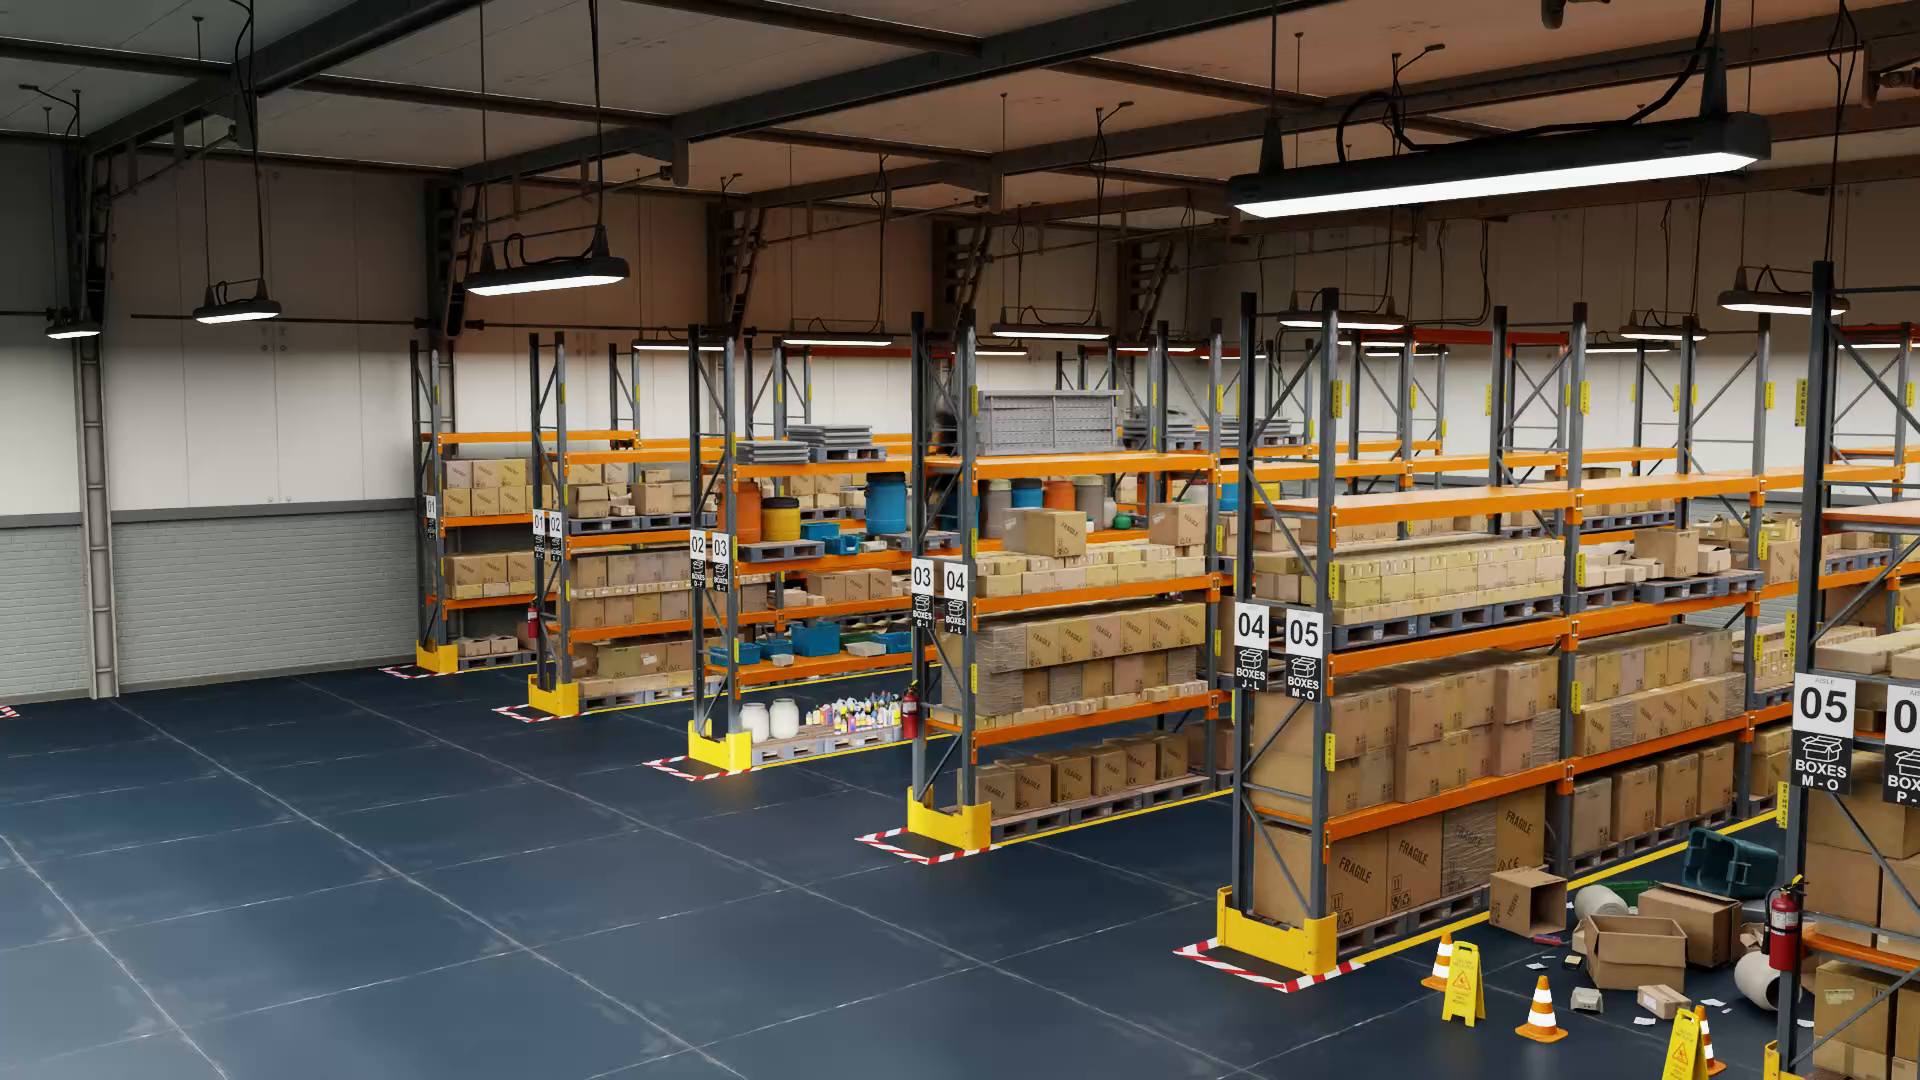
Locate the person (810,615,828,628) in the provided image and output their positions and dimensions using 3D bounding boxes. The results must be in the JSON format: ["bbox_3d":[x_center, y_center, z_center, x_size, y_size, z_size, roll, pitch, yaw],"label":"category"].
[{"bbox_3d":[-2.654,1.456,31.780,0.545,1.569,0.632,5,7,43],"label":"person"}]

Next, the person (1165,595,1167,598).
[{"bbox_3d":[3.710,1.469,30.800,0.848,1.733,0.581,-3,6,-28],"label":"person"}]
